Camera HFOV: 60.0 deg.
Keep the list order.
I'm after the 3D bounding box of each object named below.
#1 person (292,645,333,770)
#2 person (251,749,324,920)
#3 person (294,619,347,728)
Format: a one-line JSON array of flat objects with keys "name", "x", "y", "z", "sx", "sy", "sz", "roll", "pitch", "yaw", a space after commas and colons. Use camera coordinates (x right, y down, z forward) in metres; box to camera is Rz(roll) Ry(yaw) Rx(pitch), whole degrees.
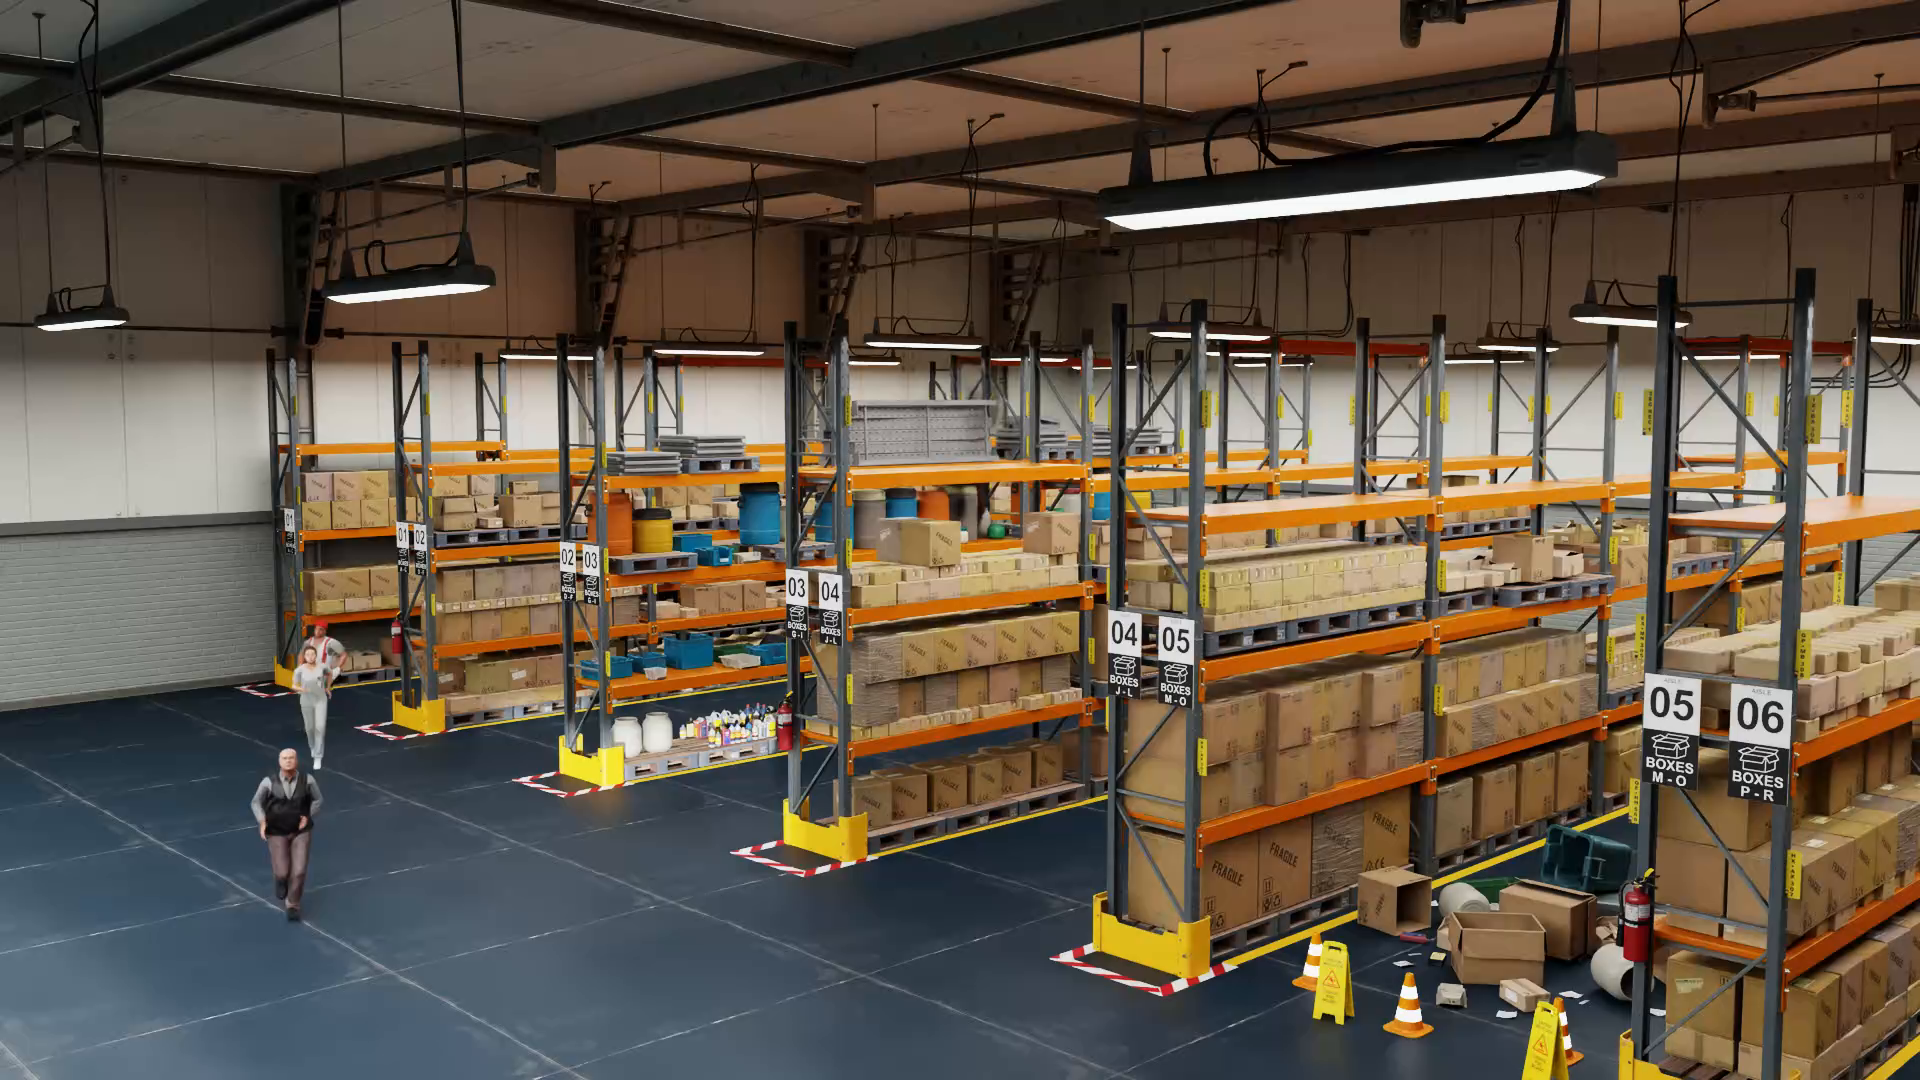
[{"name": "person", "x": -9.063, "y": 2.303, "z": 23.295, "sx": 0.521, "sy": 1.682, "sz": 0.946, "roll": -1, "pitch": 5, "yaw": -17}, {"name": "person", "x": -6.666, "y": 2.901, "z": 16.526, "sx": 0.671, "sy": 1.679, "sz": 0.597, "roll": -2, "pitch": 6, "yaw": -27}, {"name": "person", "x": -9.848, "y": 2.088, "z": 25.489, "sx": 0.717, "sy": 1.745, "sz": 0.626, "roll": 1, "pitch": 5, "yaw": 15}]
